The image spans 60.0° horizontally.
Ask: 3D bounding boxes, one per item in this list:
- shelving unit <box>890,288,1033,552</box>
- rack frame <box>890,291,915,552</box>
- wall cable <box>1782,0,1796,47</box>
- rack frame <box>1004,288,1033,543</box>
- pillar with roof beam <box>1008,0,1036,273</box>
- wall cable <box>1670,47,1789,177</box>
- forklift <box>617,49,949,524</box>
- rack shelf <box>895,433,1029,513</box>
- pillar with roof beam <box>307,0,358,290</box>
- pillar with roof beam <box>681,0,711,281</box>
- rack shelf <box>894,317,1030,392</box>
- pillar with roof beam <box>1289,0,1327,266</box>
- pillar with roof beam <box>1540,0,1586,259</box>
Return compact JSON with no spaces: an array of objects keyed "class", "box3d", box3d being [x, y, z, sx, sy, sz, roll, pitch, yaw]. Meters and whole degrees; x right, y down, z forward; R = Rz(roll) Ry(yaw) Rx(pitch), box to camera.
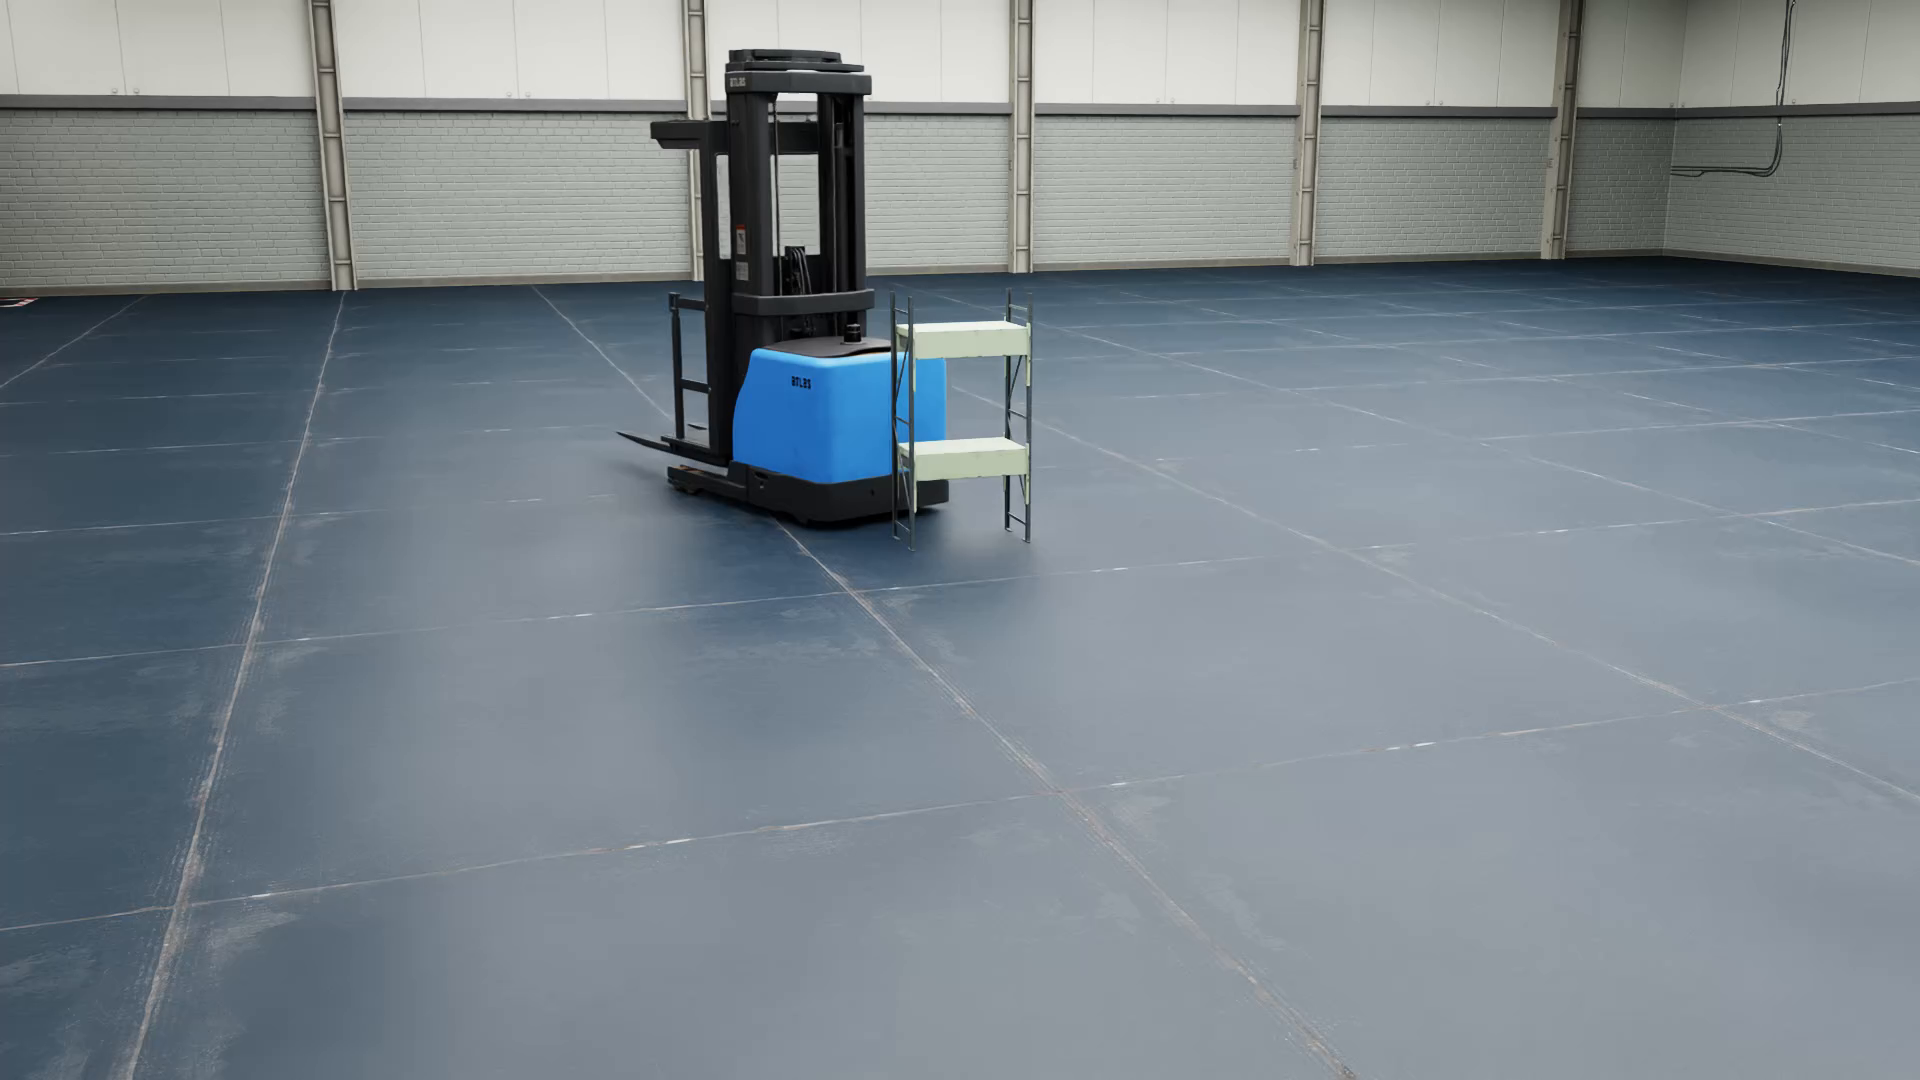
[{"class":"shelving unit","box3d":[0.006,-0.730,9.971,0.755,1.500,0.431,-4,14,-18]},{"class":"rack frame","box3d":[-0.341,-0.703,9.858,0.023,1.500,0.400,-4,14,-18]},{"class":"wall cable","box3d":[16.588,-10.602,31.064,0.112,2.526,3.097,-4,14,-18]},{"class":"rack frame","box3d":[0.353,-0.757,10.085,0.023,1.500,0.400,-4,14,-18]},{"class":"pillar with roof beam","box3d":[2.511,-8.492,26.396,0.400,9.000,9.100,-4,14,-18]},{"class":"wall cable","box3d":[15.725,-8.738,34.143,0.112,2.526,3.097,-4,14,-18]},{"class":"forklift","box3d":[-1.392,-1.807,11.405,1.130,2.935,3.031,-11,17,-38]},{"class":"rack shelf","box3d":[0.006,-0.413,10.047,0.720,0.370,0.431,-4,14,-18]},{"class":"pillar with roof beam","box3d":[-8.862,-7.606,22.673,0.400,9.000,9.100,-4,14,-18]},{"class":"pillar with roof beam","box3d":[-3.176,-8.049,24.535,0.400,9.000,9.100,-4,14,-18]},{"class":"rack shelf","box3d":[0.006,-1.110,9.881,0.720,0.370,0.431,-4,14,-18]},{"class":"pillar with roof beam","box3d":[8.198,-8.935,28.258,0.400,9.000,9.100,-4,14,-18]},{"class":"pillar with roof beam","box3d":[13.884,-9.377,30.120,0.400,9.000,9.100,-4,14,-18]}]
